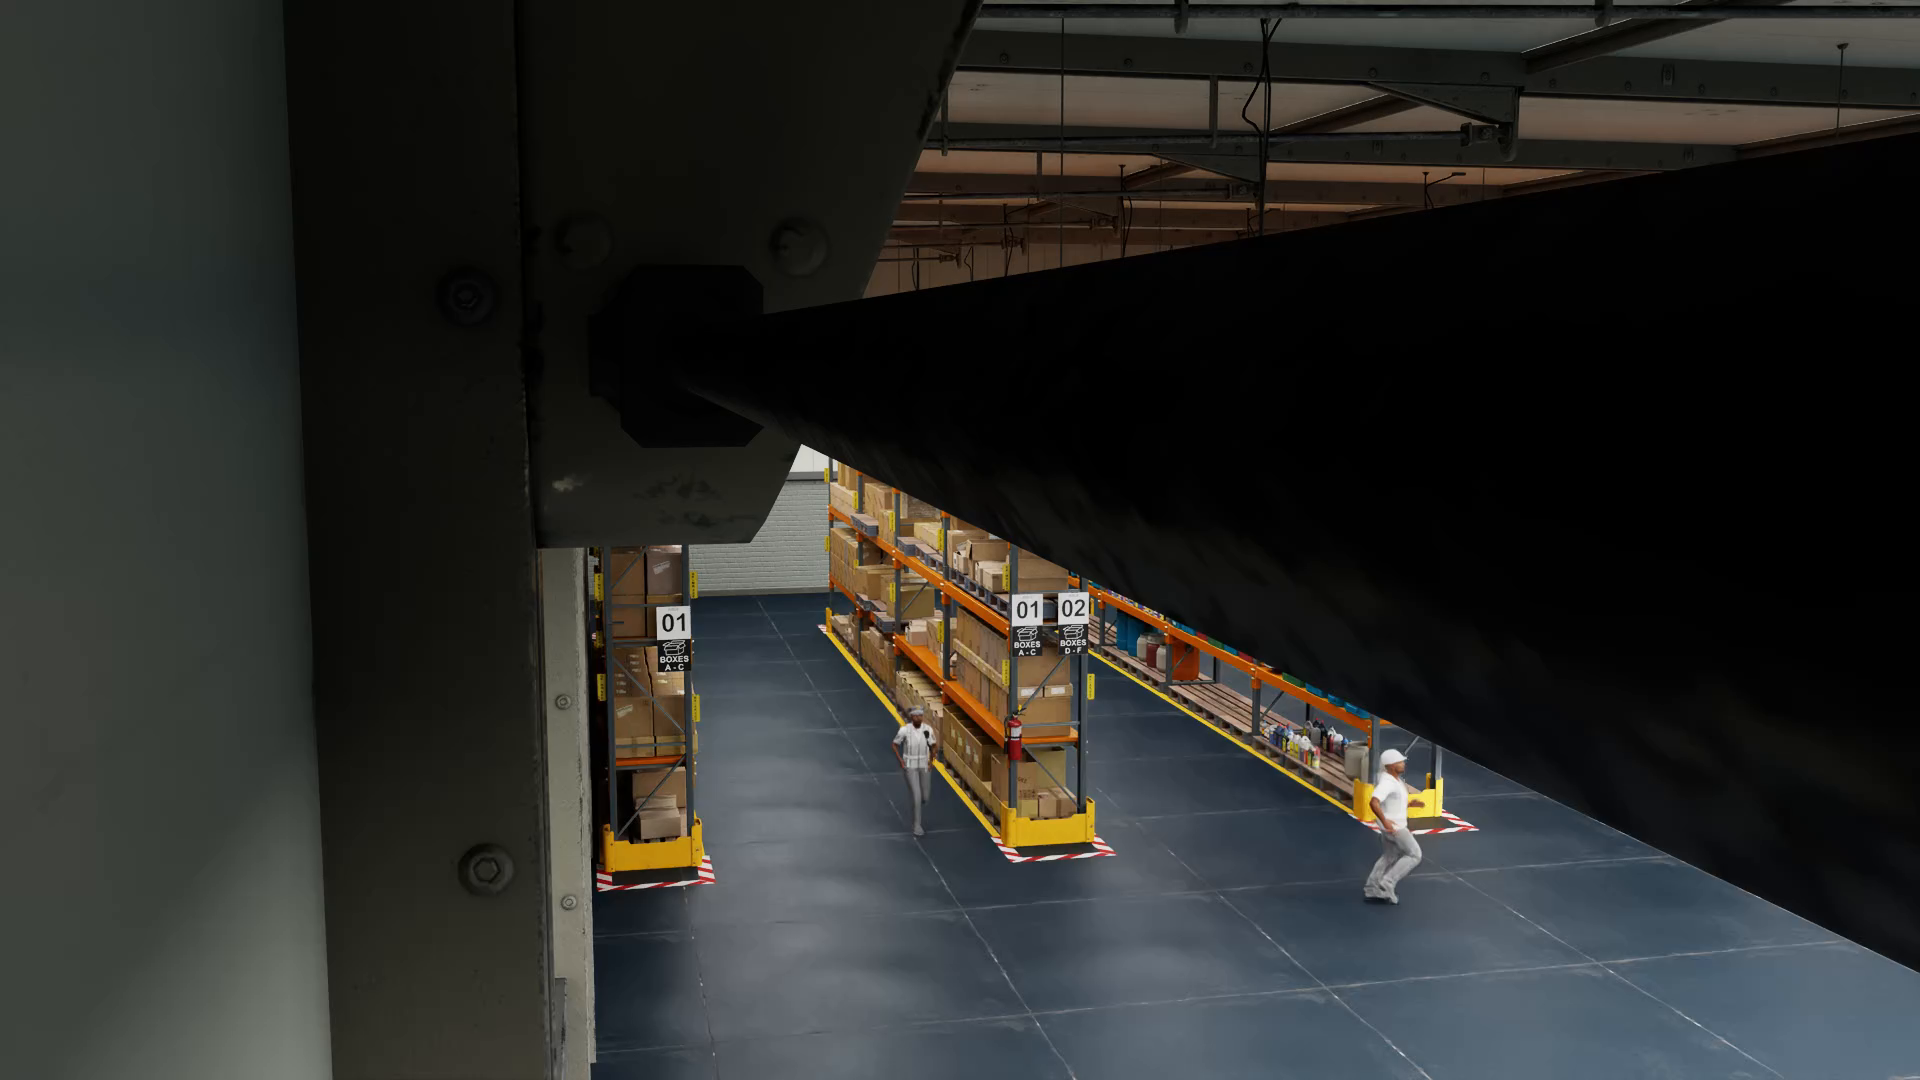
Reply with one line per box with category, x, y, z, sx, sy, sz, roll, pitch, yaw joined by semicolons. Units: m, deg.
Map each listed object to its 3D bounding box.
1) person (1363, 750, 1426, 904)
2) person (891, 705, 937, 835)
person;4.925;3.230;18.784;0.672;1.739;0.675;1;7;8
person;-0.587;2.945;21.649;0.596;1.683;0.627;-2;7;-16
